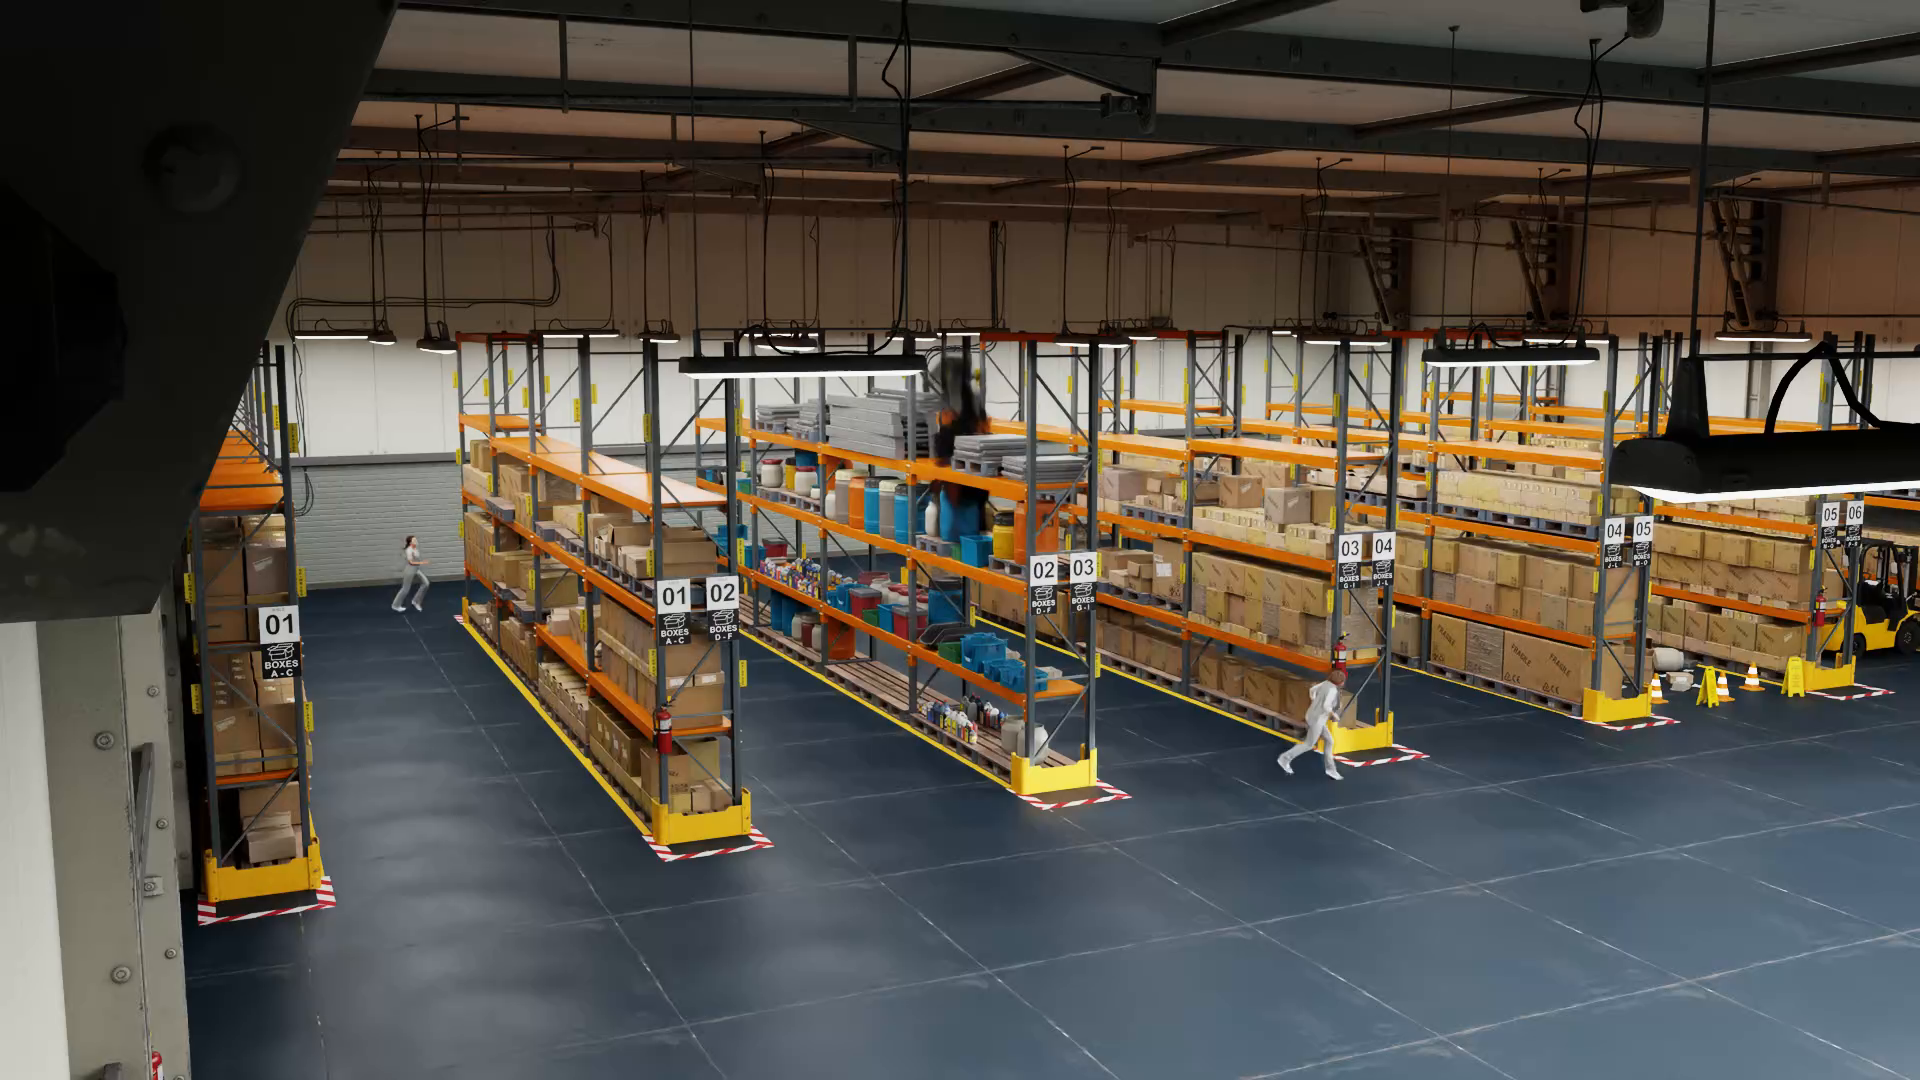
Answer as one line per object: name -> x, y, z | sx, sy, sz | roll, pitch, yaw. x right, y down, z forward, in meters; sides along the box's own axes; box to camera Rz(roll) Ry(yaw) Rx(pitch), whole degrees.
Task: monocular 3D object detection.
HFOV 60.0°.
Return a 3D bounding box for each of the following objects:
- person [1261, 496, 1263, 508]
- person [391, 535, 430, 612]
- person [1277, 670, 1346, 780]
person -> 8.086, -0.434, 44.171 | 0.593, 1.660, 0.649 | 2, 8, 13
person -> -11.727, 0.717, 35.543 | 0.850, 1.659, 0.575 | 0, 8, 3
person -> 4.803, 2.540, 22.762 | 0.919, 1.546, 0.575 | -1, 8, -6
